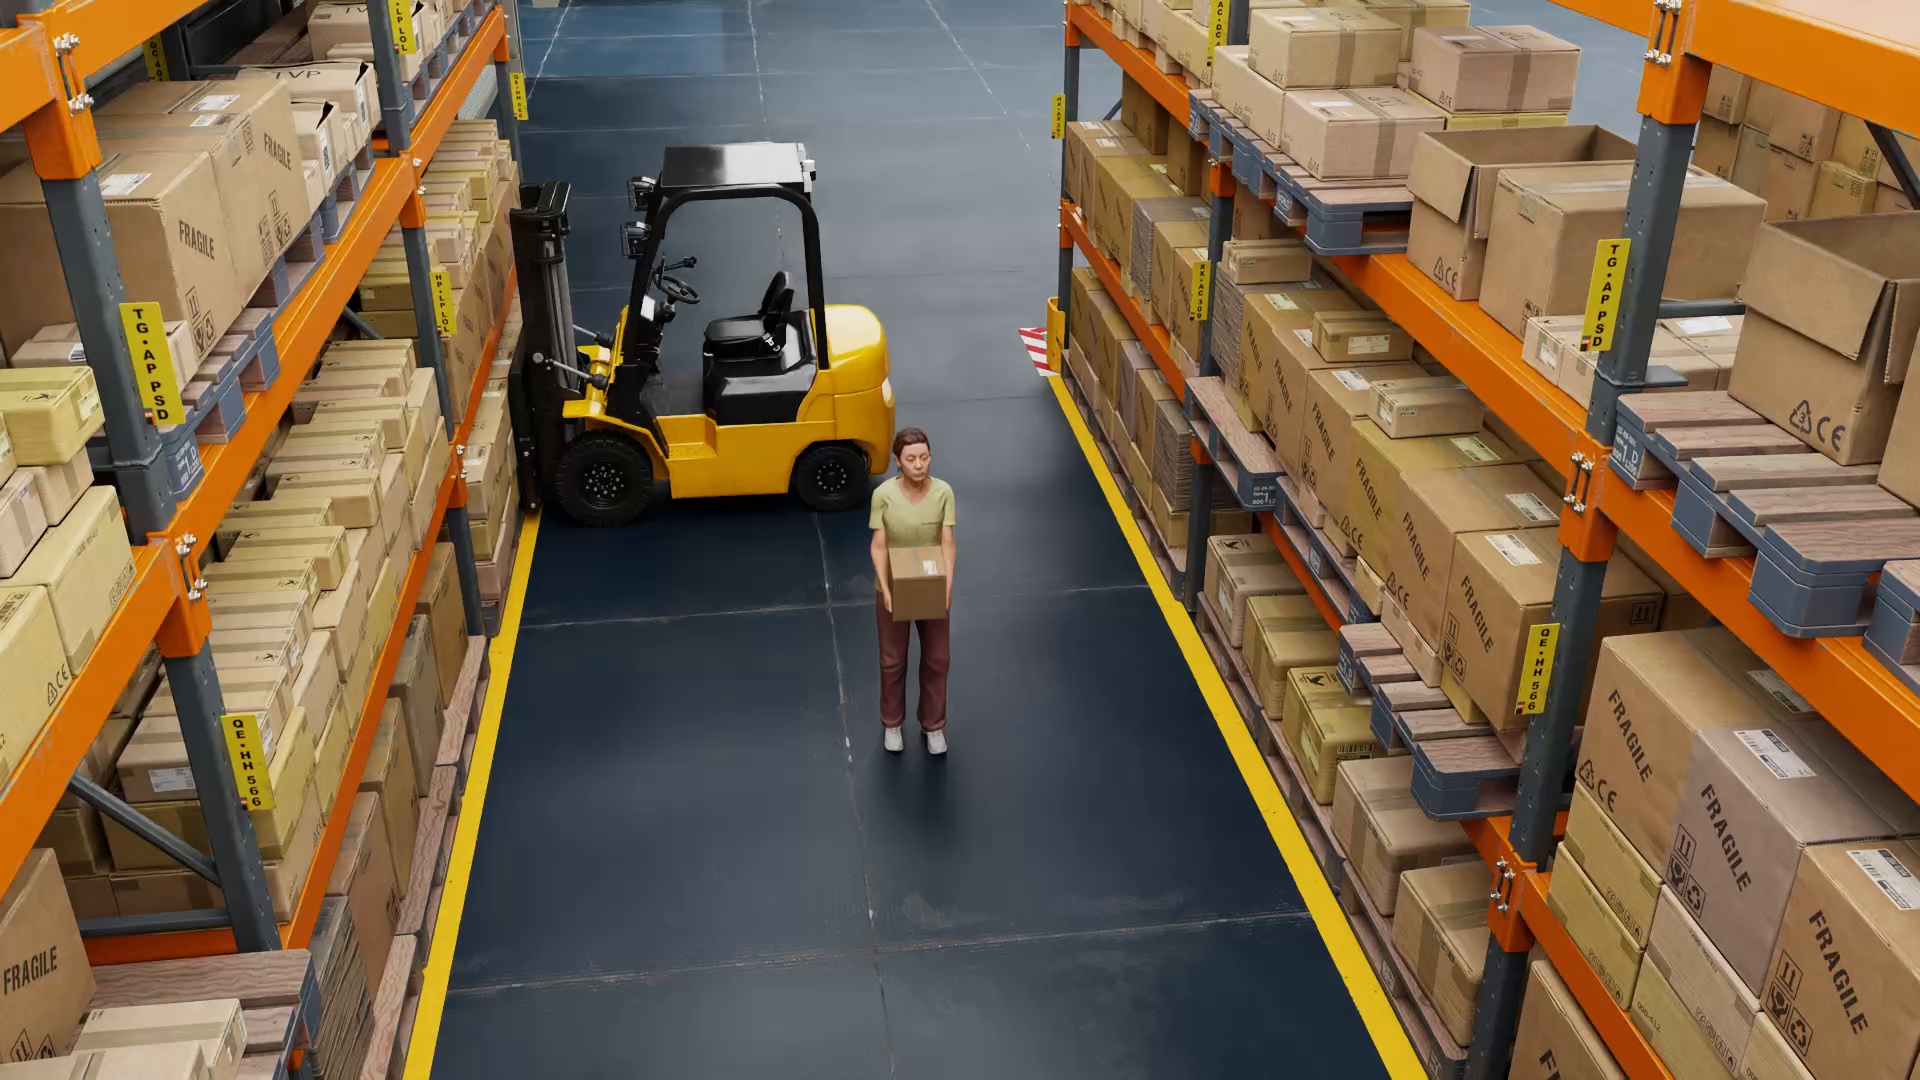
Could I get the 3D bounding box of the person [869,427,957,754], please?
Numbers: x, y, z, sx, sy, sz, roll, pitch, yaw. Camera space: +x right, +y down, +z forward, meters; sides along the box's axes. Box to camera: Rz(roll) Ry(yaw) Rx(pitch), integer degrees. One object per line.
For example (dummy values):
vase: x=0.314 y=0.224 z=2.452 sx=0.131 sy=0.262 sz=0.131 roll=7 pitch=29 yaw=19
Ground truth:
person: x=-0.220 y=0.277 z=8.096 sx=0.425 sy=1.662 sz=0.554 roll=-3 pitch=27 yaw=-6
